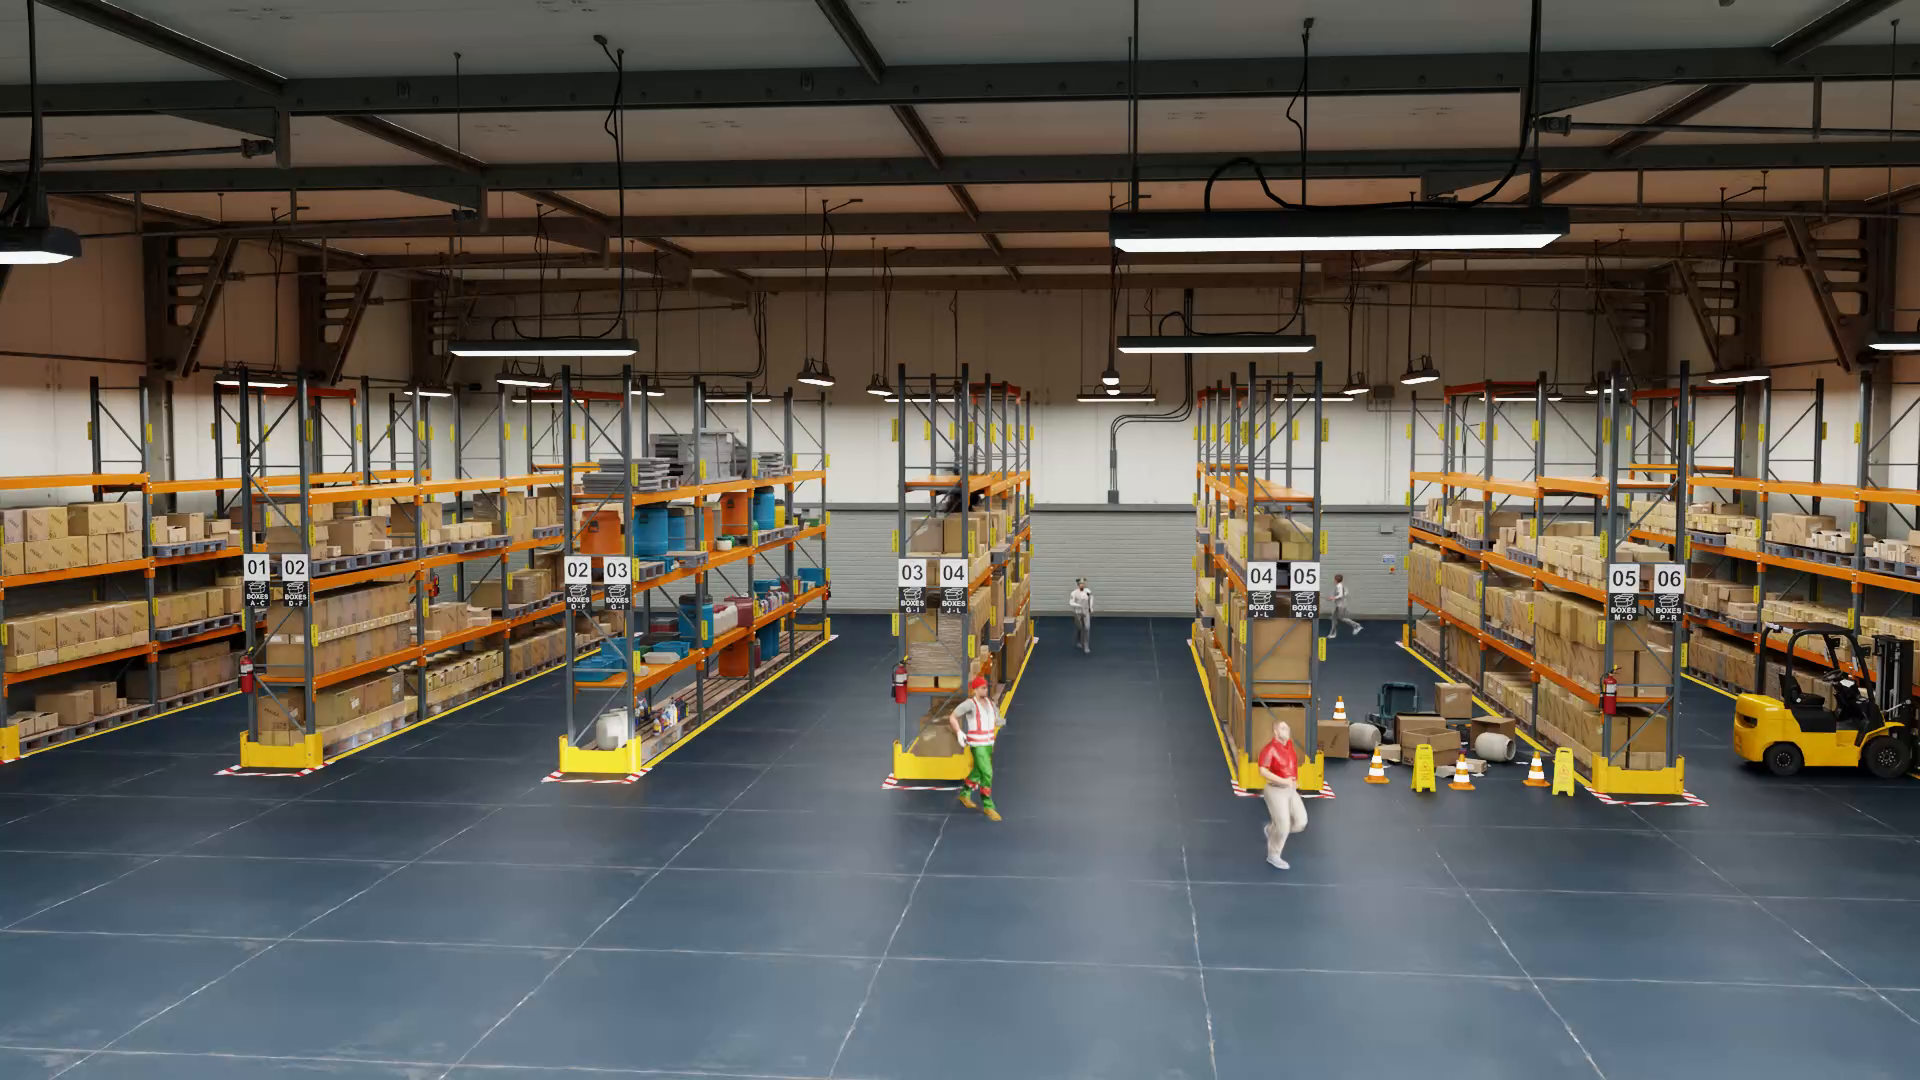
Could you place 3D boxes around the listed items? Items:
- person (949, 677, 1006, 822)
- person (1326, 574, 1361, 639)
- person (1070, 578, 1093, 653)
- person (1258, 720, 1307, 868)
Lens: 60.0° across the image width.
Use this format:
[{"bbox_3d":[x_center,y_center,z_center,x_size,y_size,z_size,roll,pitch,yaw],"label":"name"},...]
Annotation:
[{"bbox_3d":[0.257,2.698,21.707,0.859,1.833,0.655,3,5,40],"label":"person"},{"bbox_3d":[9.341,1.619,40.491,0.857,1.595,0.514,1,4,9],"label":"person"},{"bbox_3d":[2.796,1.713,38.283,0.570,1.730,0.877,0,4,-1],"label":"person"},{"bbox_3d":[3.735,2.928,19.228,0.705,1.692,0.585,-3,5,-43],"label":"person"}]
